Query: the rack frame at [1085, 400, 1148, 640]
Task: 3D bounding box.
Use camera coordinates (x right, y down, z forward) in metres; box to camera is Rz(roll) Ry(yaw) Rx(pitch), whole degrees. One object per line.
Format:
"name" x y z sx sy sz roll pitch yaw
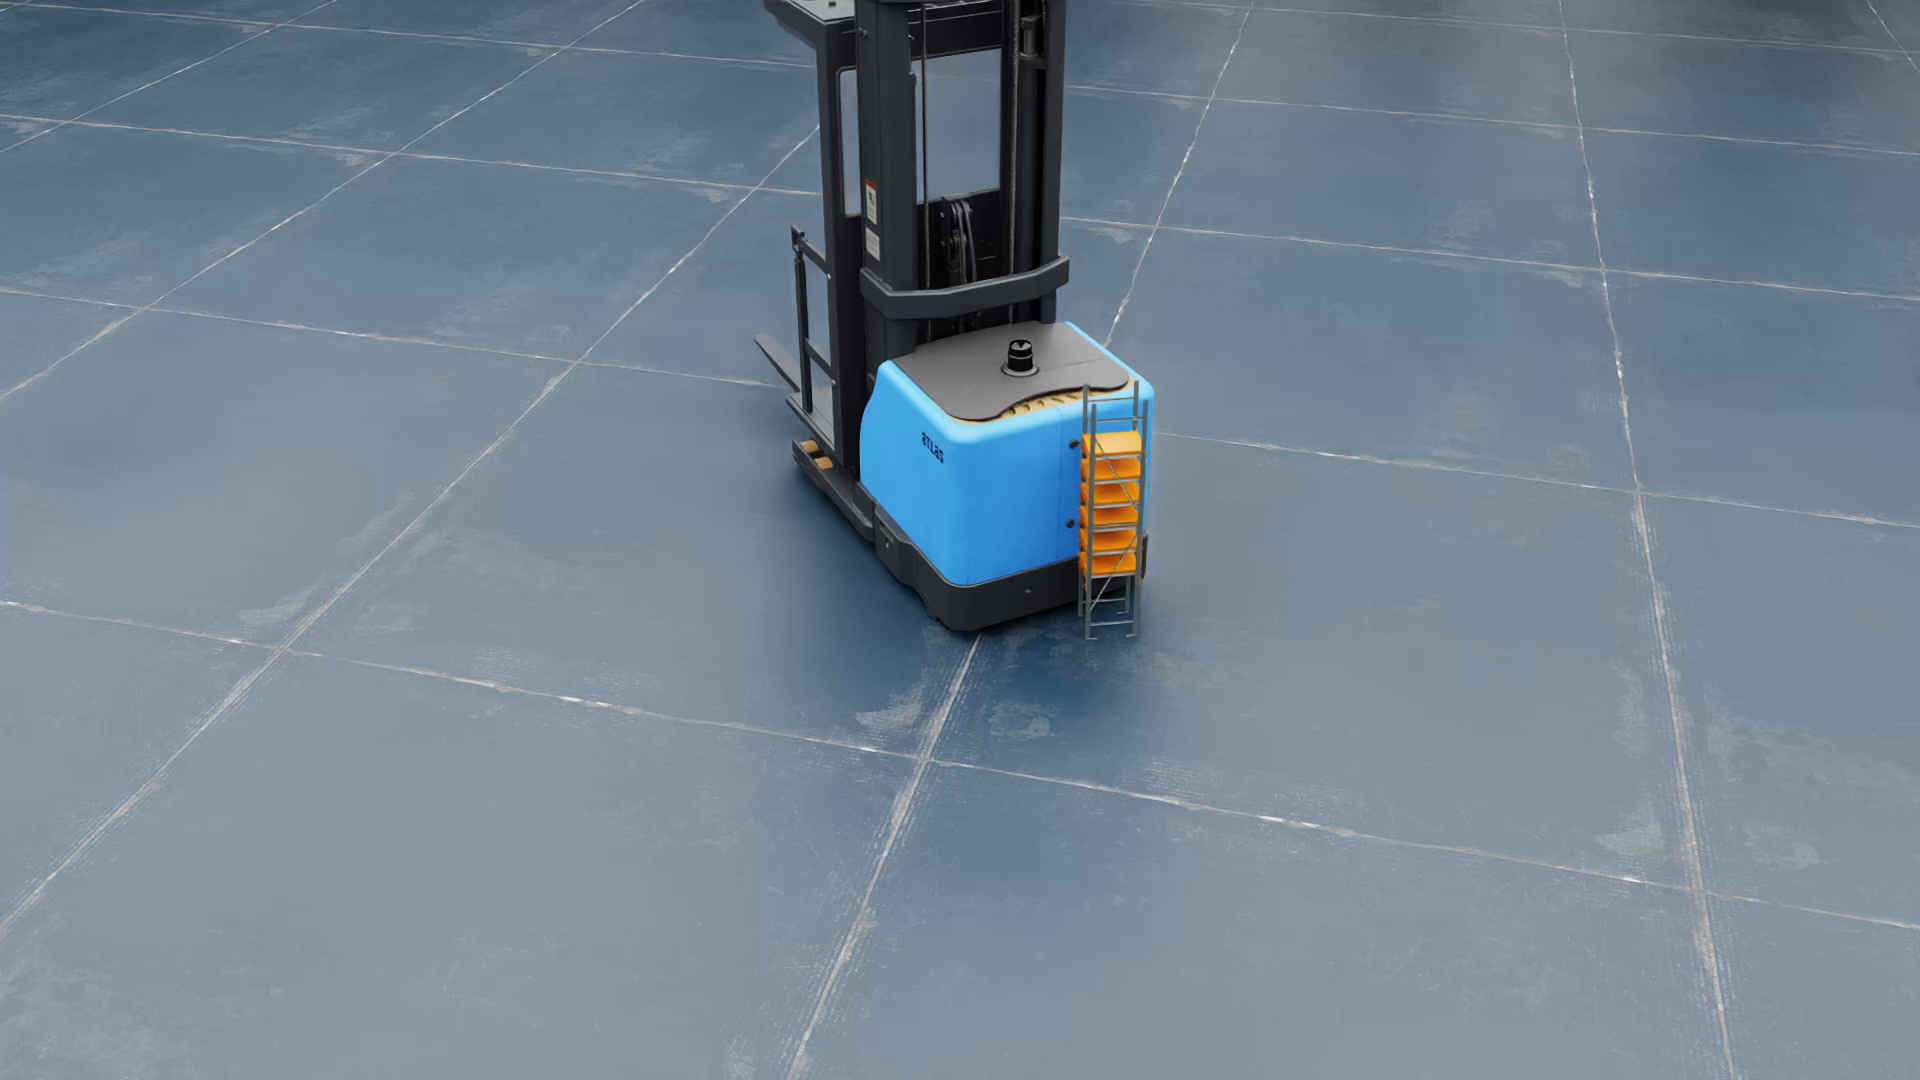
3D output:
"rack frame" 0.675 -0.065 7.226 0.240 1.200 0.006 -5 32 -5

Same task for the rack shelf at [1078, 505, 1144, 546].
"rack shelf" 0.665 -0.075 7.327 0.258 0.103 0.180 -5 32 -5

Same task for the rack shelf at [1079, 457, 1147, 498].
"rack shelf" 0.661 -0.279 7.200 0.258 0.103 0.180 -5 32 -5

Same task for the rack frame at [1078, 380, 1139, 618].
"rack frame" 0.653 -0.161 7.381 0.240 1.200 0.006 -5 32 -5

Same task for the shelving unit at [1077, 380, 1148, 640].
"shelving unit" 0.664 -0.113 7.304 0.258 1.200 0.189 -5 32 -5

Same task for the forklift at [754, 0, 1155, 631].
"forklift" -0.229 -1.599 8.033 1.130 2.935 3.031 -15 35 -22

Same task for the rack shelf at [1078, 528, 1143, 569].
"rack shelf" 0.667 0.026 7.391 0.258 0.103 0.180 -5 32 -5

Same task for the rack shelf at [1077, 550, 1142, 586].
"rack shelf" 0.669 0.128 7.454 0.258 0.103 0.180 -5 32 -5

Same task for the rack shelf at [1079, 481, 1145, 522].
"rack shelf" 0.663 -0.177 7.263 0.258 0.103 0.180 -5 32 -5

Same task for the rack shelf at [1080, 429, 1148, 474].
"rack shelf" 0.659 -0.381 7.136 0.258 0.103 0.180 -5 32 -5
